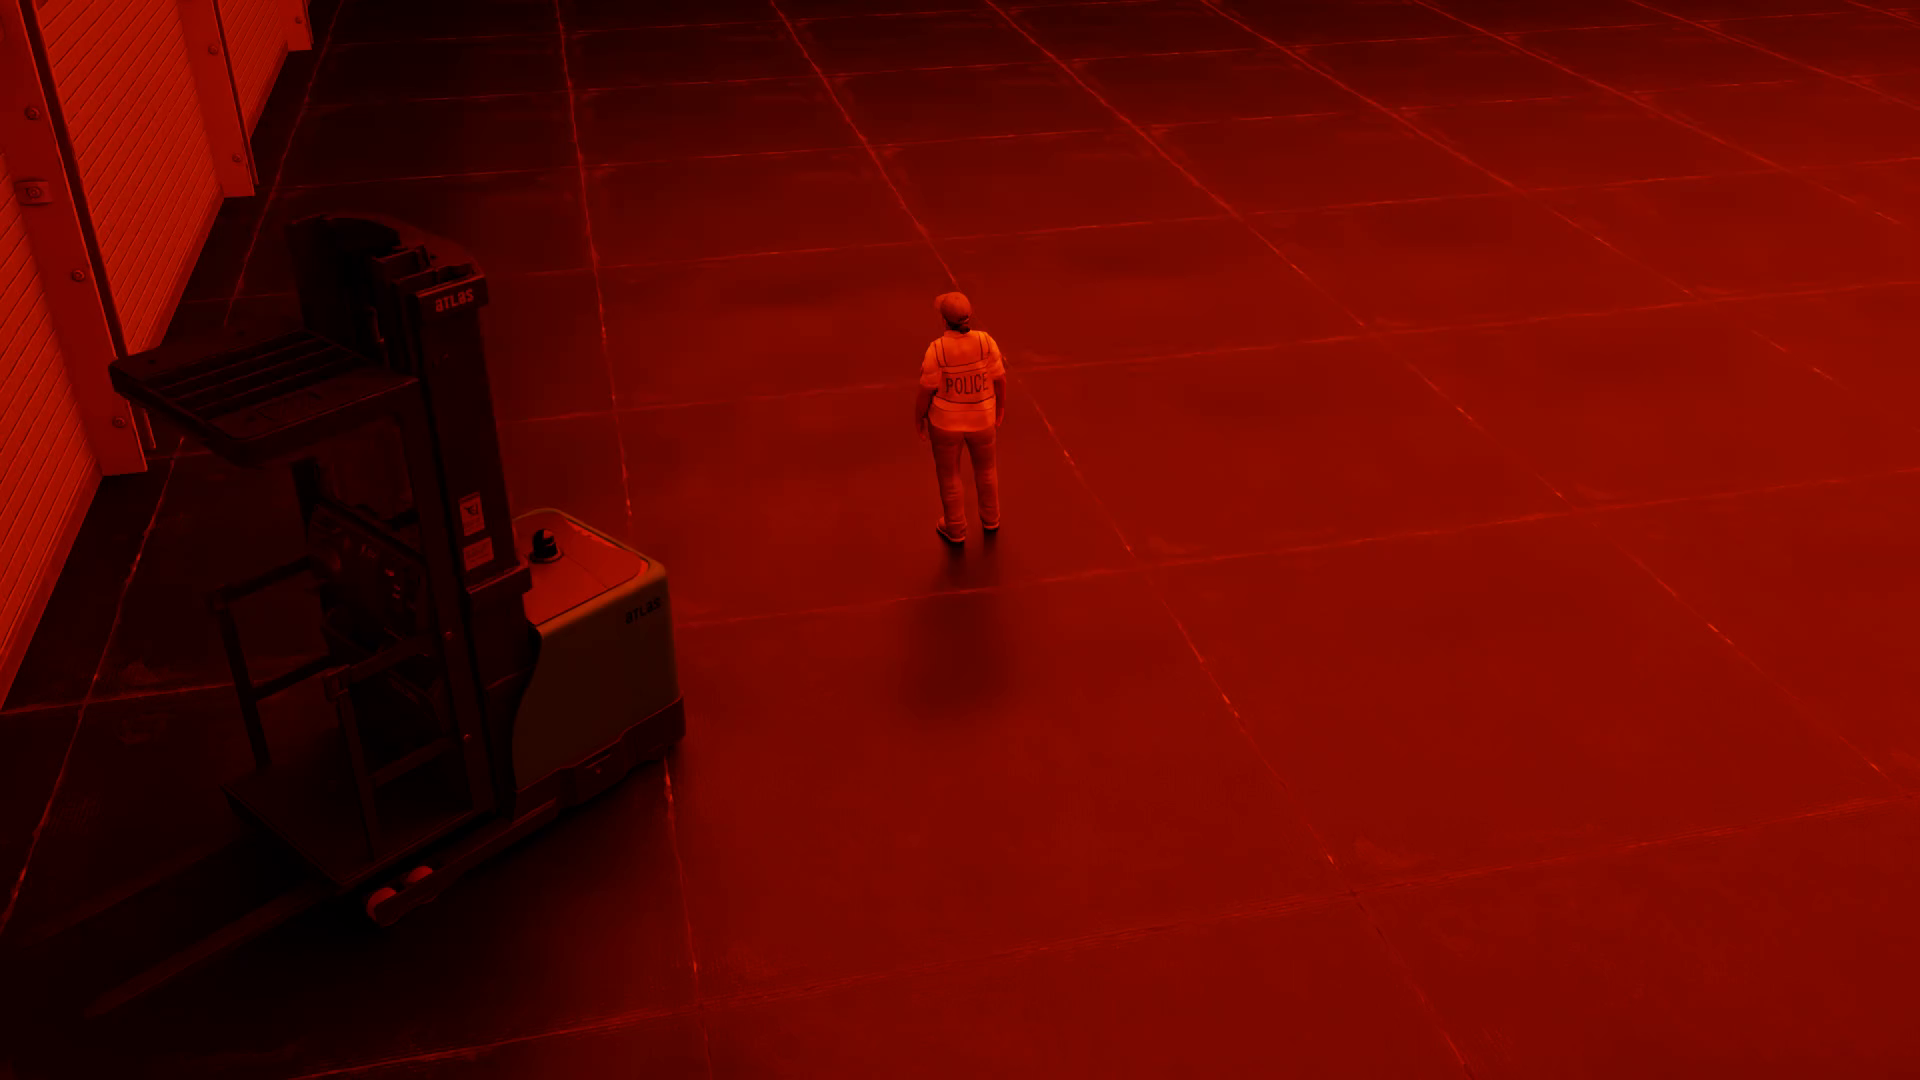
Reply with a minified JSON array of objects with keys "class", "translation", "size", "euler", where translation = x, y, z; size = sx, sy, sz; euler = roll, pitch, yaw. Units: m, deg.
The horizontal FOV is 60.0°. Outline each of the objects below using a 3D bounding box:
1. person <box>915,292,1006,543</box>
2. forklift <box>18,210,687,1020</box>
[{"class":"person","translation":[0.005,-0.767,10.148],"size":[0.598,1.670,0.529],"euler":[-7,31,-12]},{"class":"forklift","translation":[-2.771,0.182,7.261],"size":[1.130,2.935,3.031],"euler":[24,38,35]}]
